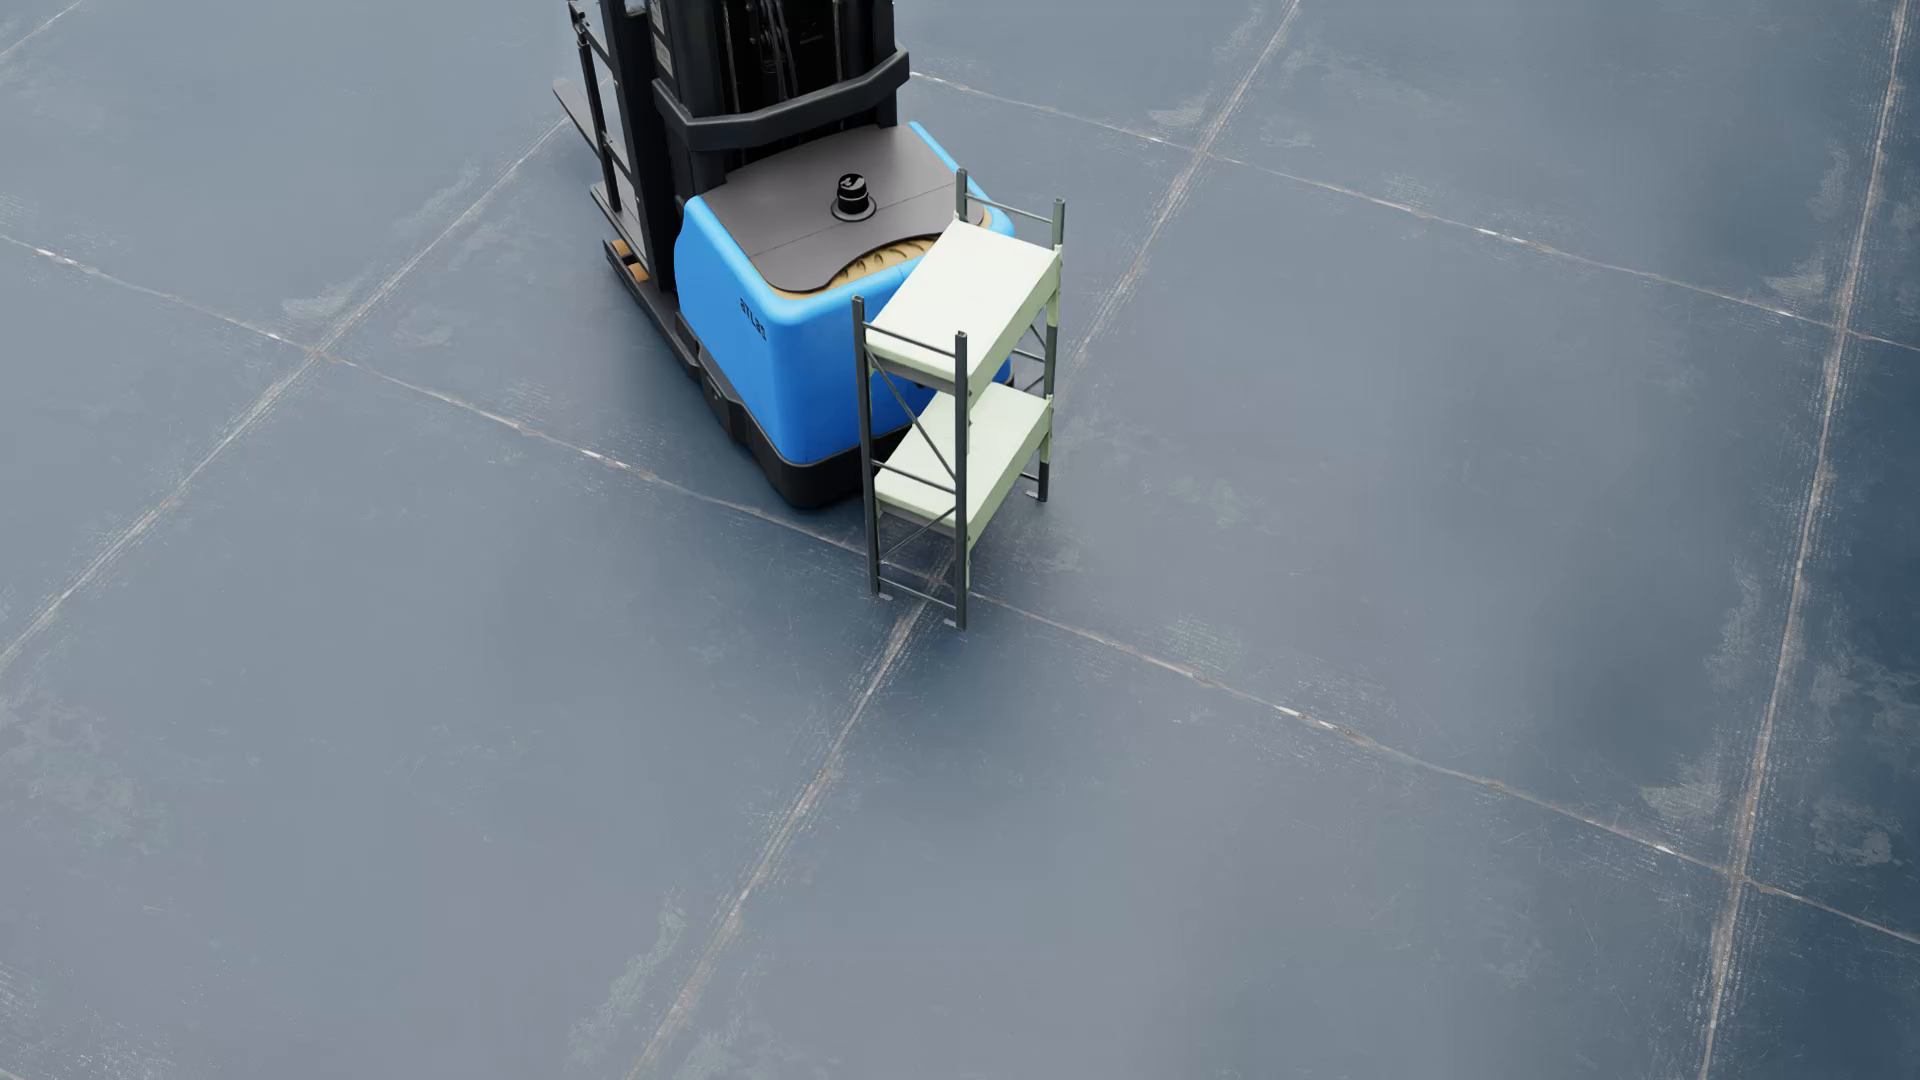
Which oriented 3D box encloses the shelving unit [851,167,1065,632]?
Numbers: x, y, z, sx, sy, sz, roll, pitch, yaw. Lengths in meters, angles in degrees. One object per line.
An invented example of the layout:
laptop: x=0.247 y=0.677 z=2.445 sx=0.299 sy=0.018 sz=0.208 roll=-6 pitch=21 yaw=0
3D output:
shelving unit: x=6.038 y=-10.721 z=14.703 sx=6.146 sy=1.500 sz=30.241 roll=21 pitch=53 yaw=17

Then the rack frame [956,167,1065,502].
rack frame: x=0.169 y=-0.713 z=6.187 sx=0.400 sy=1.500 sz=0.023 roll=21 pitch=53 yaw=17

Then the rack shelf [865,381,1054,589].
rack shelf: x=6.042 y=-10.439 z=15.047 sx=6.146 sy=0.609 sz=30.224 roll=21 pitch=53 yaw=17

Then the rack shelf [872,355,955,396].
rack shelf: x=0.005 y=-0.763 z=5.623 sx=0.332 sy=0.071 sz=0.664 roll=21 pitch=53 yaw=17

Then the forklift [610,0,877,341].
forklift: x=7.154 y=-17.151 z=15.243 sx=32.329 sy=9.011 sz=24.083 roll=-24 pitch=54 yaw=-19

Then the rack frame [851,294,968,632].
rack frame: x=-0.160 y=-0.215 z=5.763 sx=0.400 sy=1.500 sz=0.023 roll=21 pitch=53 yaw=17
